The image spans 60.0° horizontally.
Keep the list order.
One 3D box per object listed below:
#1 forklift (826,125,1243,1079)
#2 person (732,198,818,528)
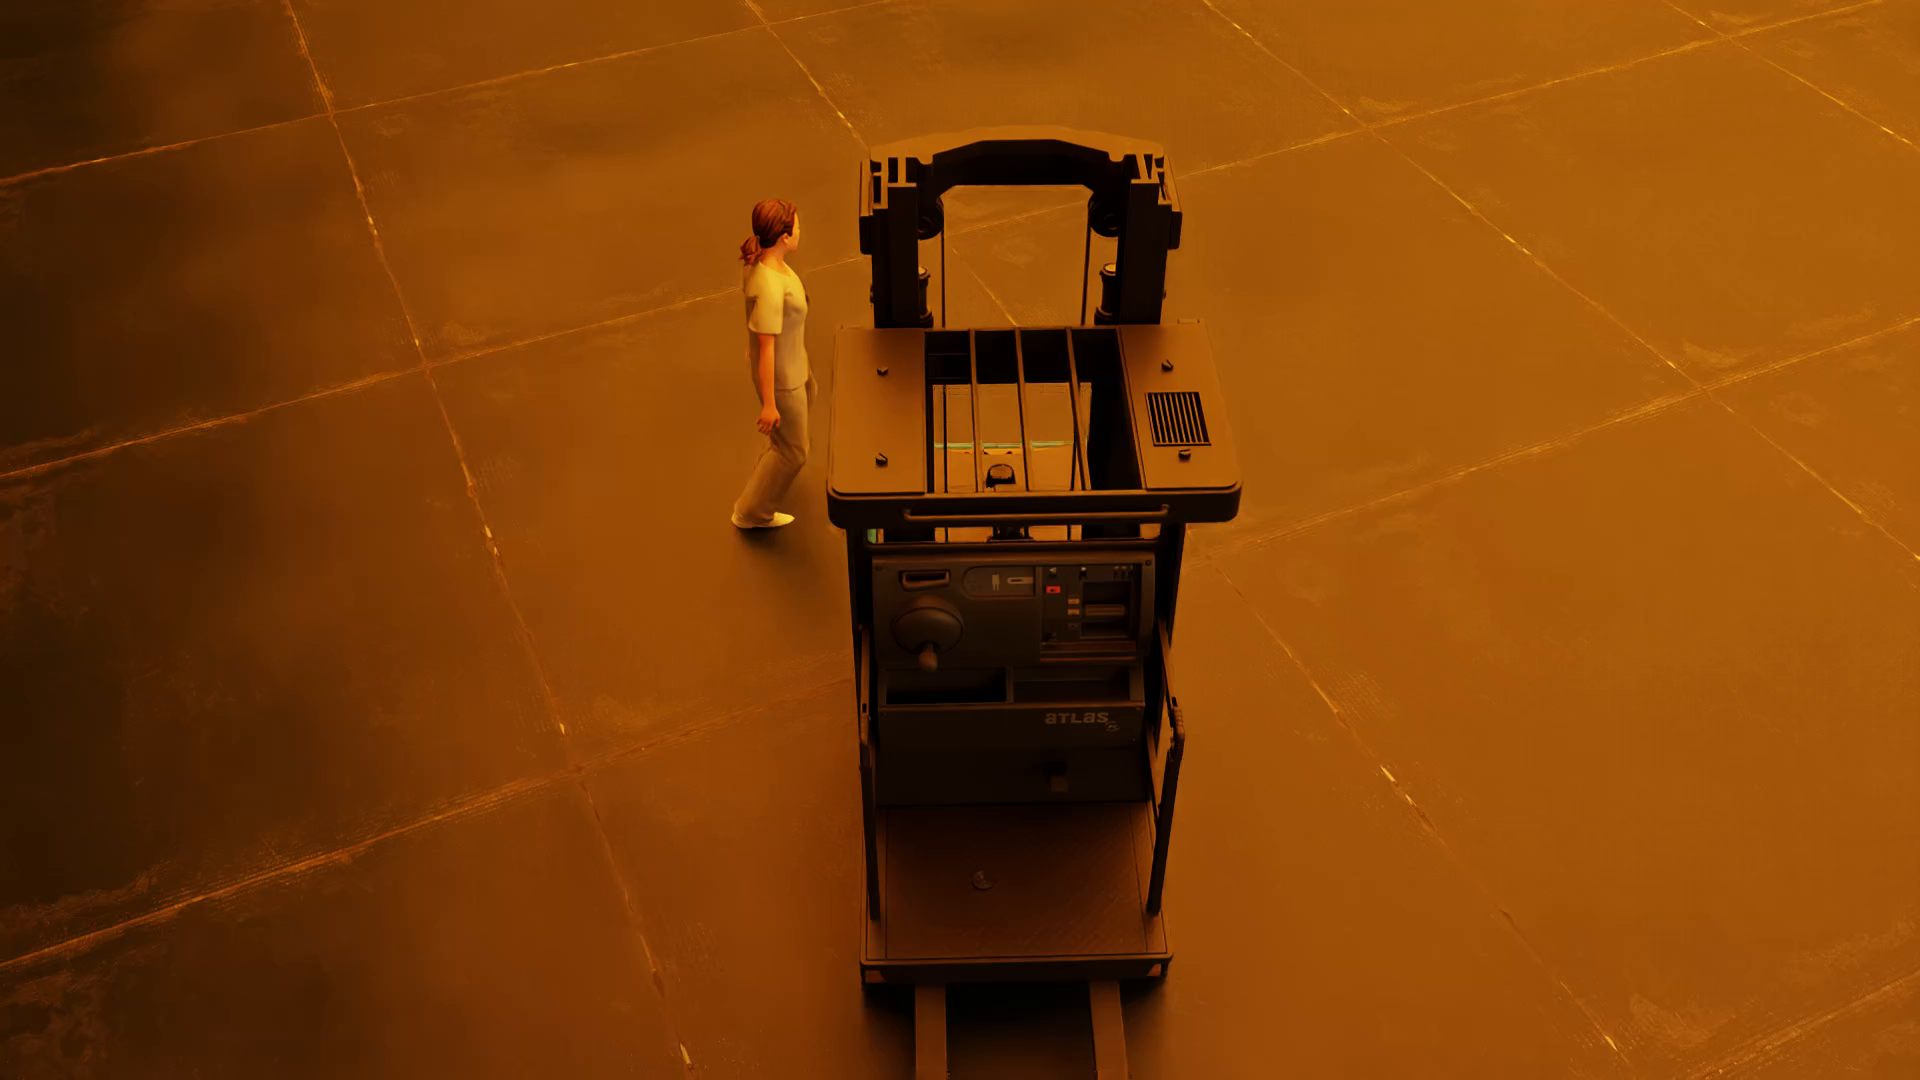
[{"bbox_3d":[0.185,0.321,5.336,1.130,2.935,3.031,-1,43,-1],"label":"forklift"},{"bbox_3d":[-0.872,-0.758,7.498,0.463,1.646,0.801,-5,43,-6],"label":"person"}]
